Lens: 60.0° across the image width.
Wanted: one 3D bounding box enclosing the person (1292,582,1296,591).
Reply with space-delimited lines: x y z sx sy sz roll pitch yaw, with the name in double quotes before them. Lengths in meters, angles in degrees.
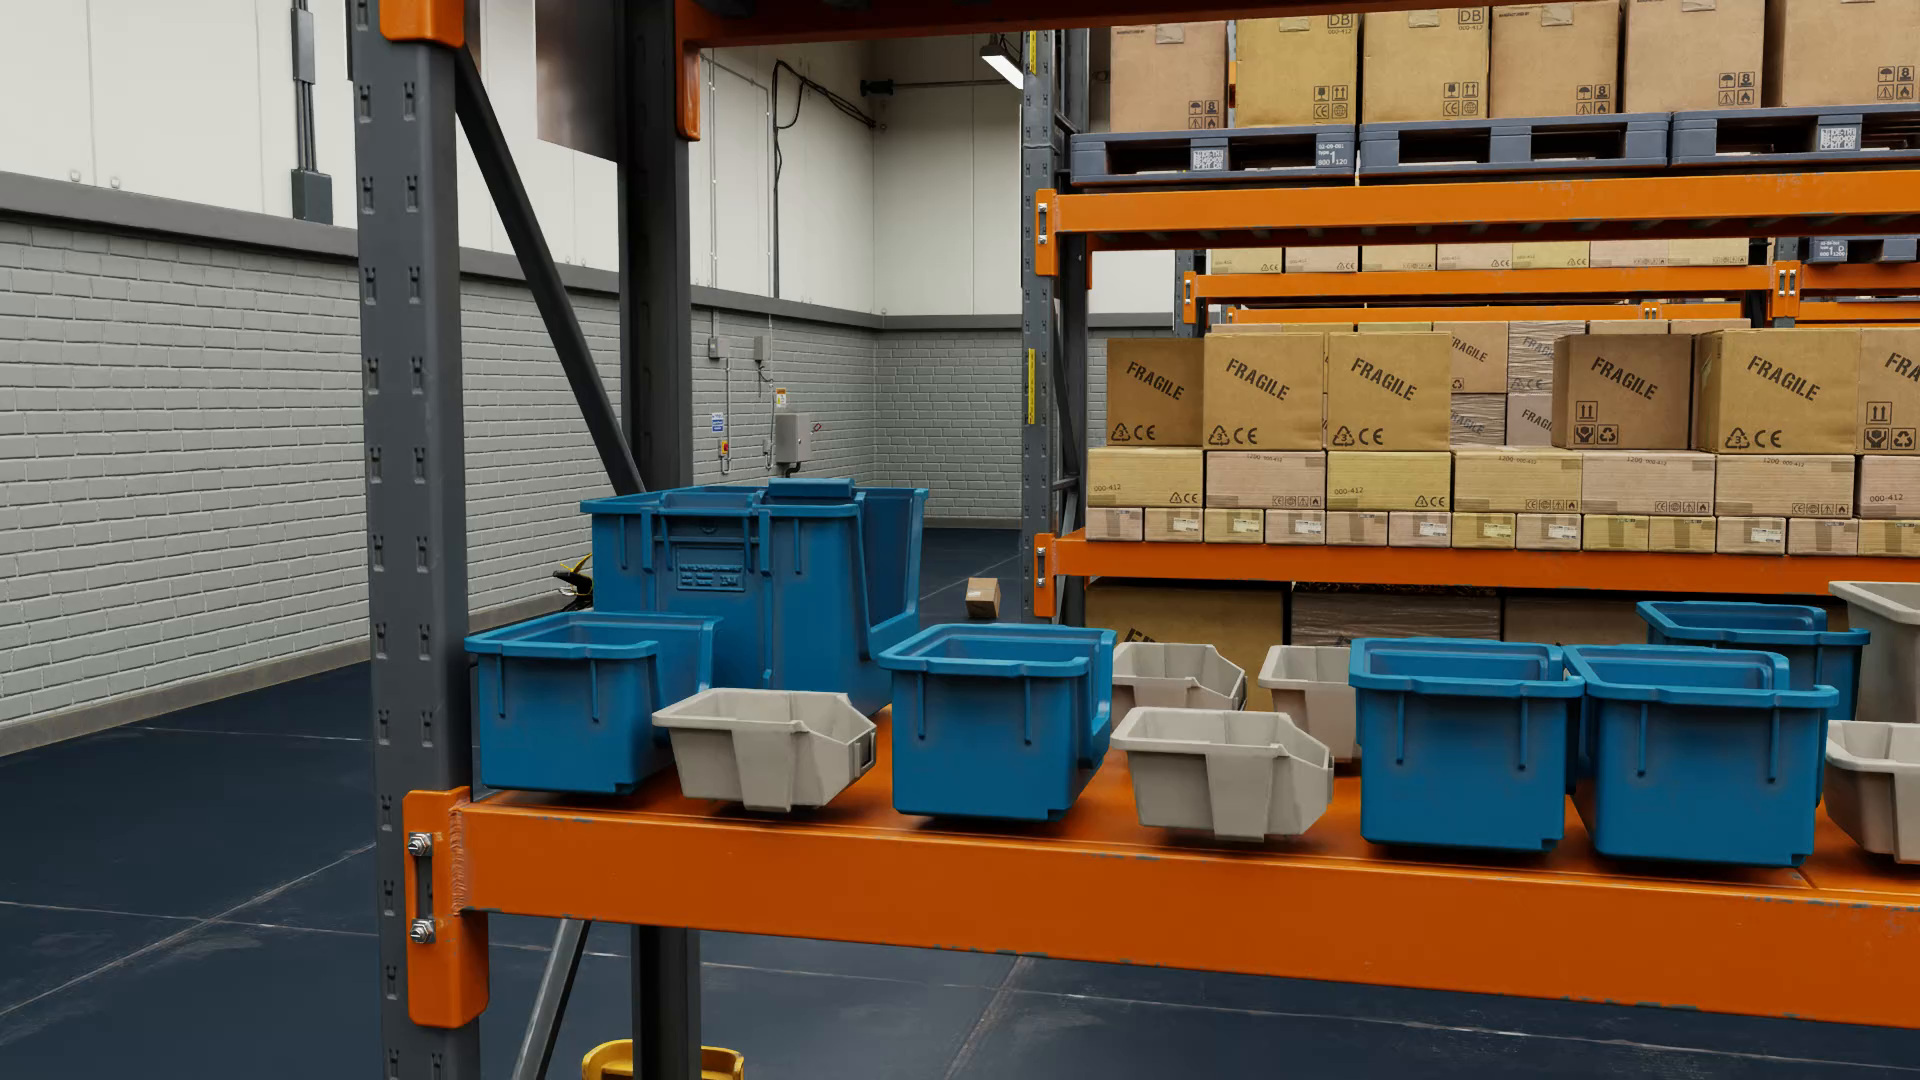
"person" 2.068 0.156 10.730 0.433 1.660 0.489 2 5 22
